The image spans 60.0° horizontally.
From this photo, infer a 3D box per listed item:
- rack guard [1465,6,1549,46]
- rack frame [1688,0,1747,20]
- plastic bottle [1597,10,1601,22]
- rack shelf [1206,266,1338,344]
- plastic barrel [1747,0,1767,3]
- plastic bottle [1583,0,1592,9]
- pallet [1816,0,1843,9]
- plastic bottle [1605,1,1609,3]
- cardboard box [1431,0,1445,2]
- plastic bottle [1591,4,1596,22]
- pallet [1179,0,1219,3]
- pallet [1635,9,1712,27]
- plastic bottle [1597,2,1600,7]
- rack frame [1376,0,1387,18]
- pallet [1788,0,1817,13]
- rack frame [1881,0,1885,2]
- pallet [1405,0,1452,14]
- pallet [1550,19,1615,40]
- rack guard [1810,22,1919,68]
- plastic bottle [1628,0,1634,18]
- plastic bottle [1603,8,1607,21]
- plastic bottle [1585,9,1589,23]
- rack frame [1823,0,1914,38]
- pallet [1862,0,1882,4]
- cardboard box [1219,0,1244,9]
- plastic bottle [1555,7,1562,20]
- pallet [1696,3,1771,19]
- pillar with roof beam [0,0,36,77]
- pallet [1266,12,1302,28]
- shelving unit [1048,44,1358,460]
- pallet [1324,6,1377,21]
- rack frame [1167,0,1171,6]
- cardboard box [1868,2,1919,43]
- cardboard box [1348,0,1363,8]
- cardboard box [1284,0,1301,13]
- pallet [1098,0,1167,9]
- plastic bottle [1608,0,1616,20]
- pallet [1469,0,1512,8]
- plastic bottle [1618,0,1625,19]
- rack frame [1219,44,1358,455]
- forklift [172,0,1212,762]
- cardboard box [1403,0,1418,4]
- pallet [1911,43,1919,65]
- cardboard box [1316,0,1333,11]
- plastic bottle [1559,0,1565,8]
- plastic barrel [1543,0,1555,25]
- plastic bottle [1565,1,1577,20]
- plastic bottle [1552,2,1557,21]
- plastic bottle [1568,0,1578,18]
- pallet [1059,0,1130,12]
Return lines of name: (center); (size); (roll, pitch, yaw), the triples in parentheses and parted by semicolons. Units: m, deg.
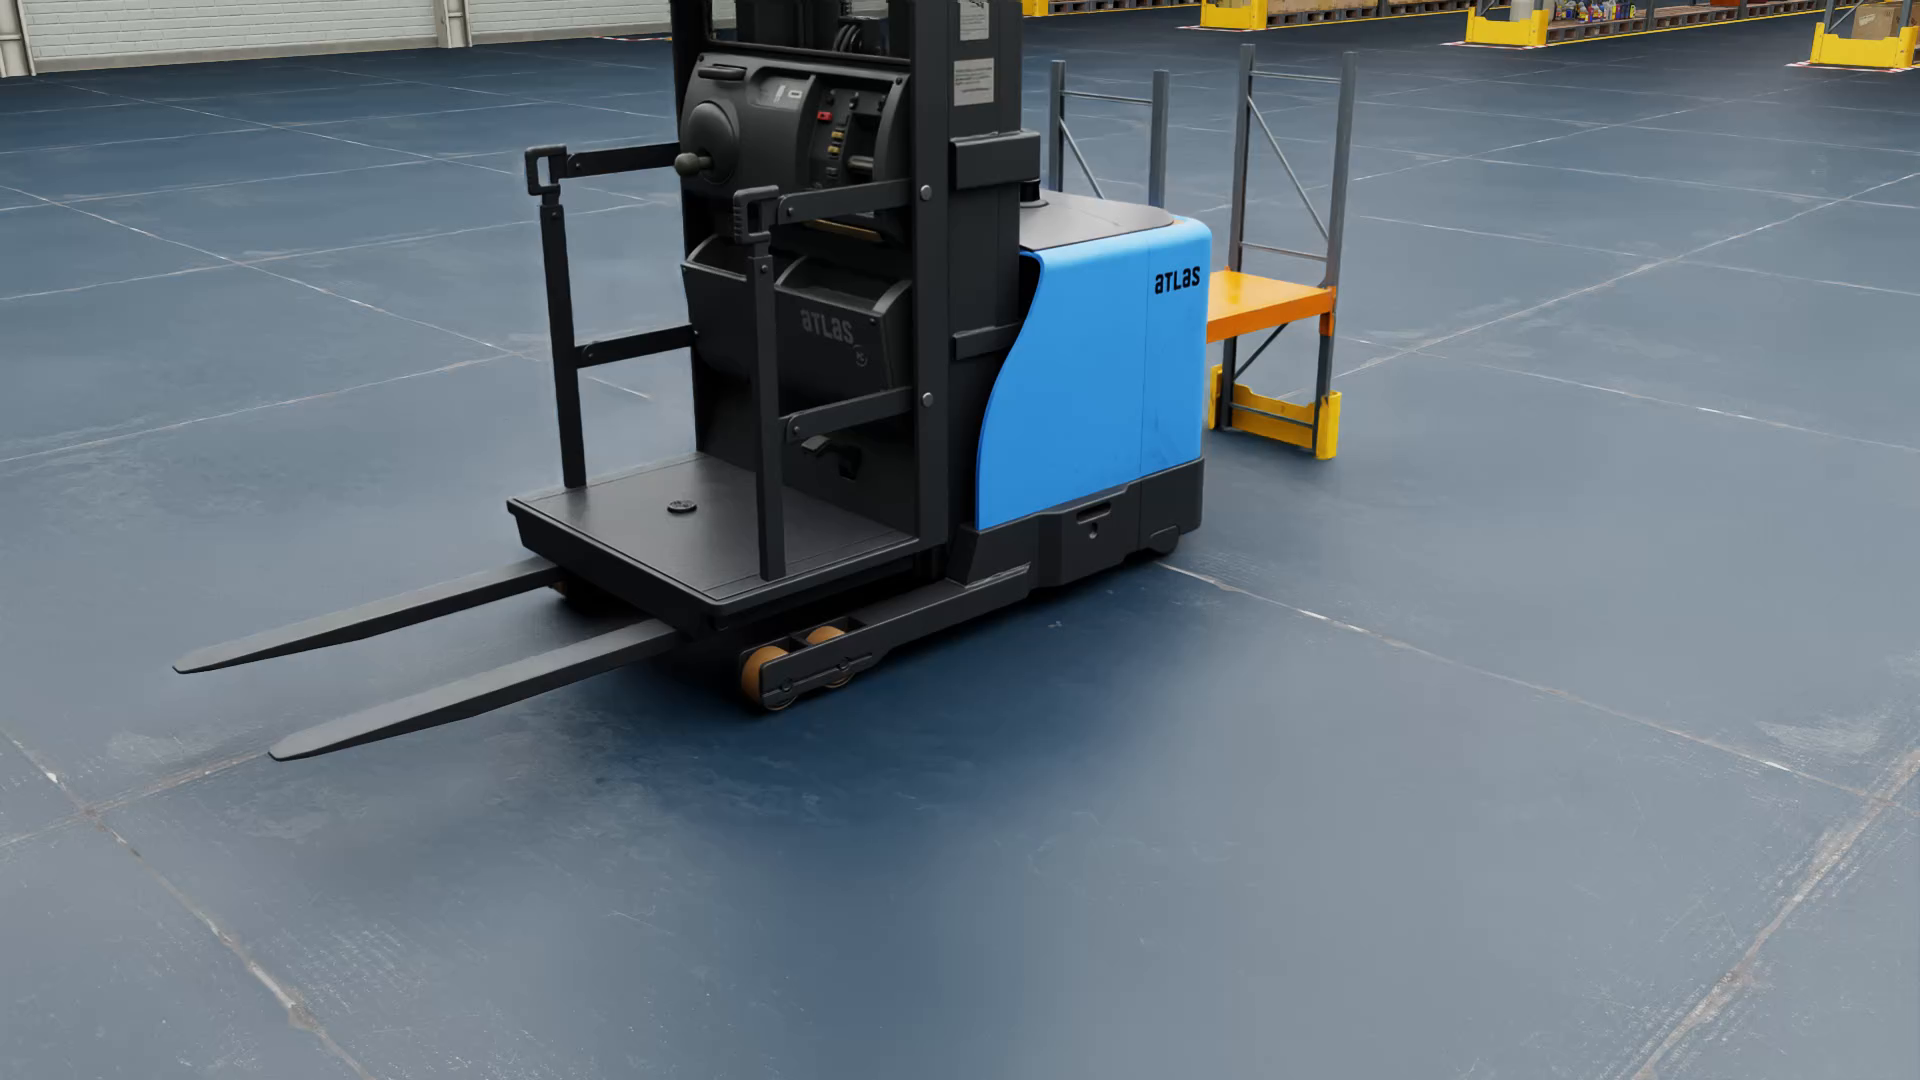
rack guard: (8.206, -7.718, 24.957); (1.175, 0.500, 0.348); (19, 28, 41)
rack frame: (13.768, -10.909, 29.777); (1.000, 3.000, 0.127); (19, 28, 41)
plastic bottle: (10.053, -8.280, 26.222); (0.097, 0.201, 0.097); (0, 21, 0)
rack shelf: (0.858, -0.802, 6.072); (1.000, 0.185, 0.538); (-18, 28, -39)
plastic barrel: (14.885, -10.400, 31.228); (0.600, 0.588, 0.708); (19, 28, 41)
plastic bottle: (10.220, -8.710, 27.135); (0.144, 0.351, 0.185); (19, 28, 41)
pallet: (17.043, -10.835, 33.469); (1.003, 0.211, 1.213); (19, 28, 41)
plastic bottle: (10.477, -8.559, 26.844); (0.152, 0.276, 0.135); (19, 28, 41)
cardboard box: (8.962, -10.472, 31.885); (0.500, 0.250, 0.500); (-20, 28, -41)
plastic bottle: (9.914, -8.261, 26.076); (0.097, 0.271, 0.097); (0, 21, 0)
pallet: (5.272, -11.575, 35.395); (1.003, 0.211, 1.213); (19, 28, 41)
pallet: (12.349, -9.106, 28.972); (1.003, 0.211, 1.213); (19, 28, 41)
plastic bottle: (10.182, -8.434, 26.510); (0.061, 0.283, 0.133); (19, 28, 41)
rack frame: (7.431, -11.122, 30.330); (1.000, 3.000, 0.127); (19, 28, 41)
pallet: (15.990, -10.448, 32.463); (1.003, 0.211, 1.213); (19, 28, 41)
rack frame: (19.349, -12.966, 35.127); (1.000, 3.000, 0.127); (19, 28, 41)
pallet: (8.768, -10.335, 32.168); (1.003, 0.211, 1.213); (19, 28, 41)
pallet: (9.628, -8.102, 26.360); (1.003, 0.211, 1.213); (19, 28, 41)
rack guard: (11.789, -6.466, 21.701); (1.175, 0.500, 0.348); (19, 28, 41)
plastic bottle: (10.878, -8.612, 26.974); (0.133, 0.283, 0.061); (-18, 28, -39)
plastic bottle: (10.196, -8.332, 26.359); (0.097, 0.201, 0.097); (0, 21, 0)
plastic bottle: (9.747, -8.167, 25.929); (0.097, 0.201, 0.097); (0, 21, 0)
rack frame: (11.736, -7.613, 21.201); (1.000, 3.000, 0.127); (19, 28, 41)
pallet: (18.745, -11.462, 35.101); (1.003, 0.211, 1.213); (19, 28, 41)
cardboard box: (4.803, -9.218, 28.624); (0.500, 0.250, 0.500); (19, 28, 41)
plastic bottle: (9.549, -8.401, 26.538); (0.097, 0.201, 0.097); (0, 21, 0)
pallet: (14.288, -9.821, 30.832); (1.003, 0.211, 1.213); (19, 28, 41)
pillar with roof beam: (-8.515, -8.825, 15.992); (9.100, 9.000, 0.400); (19, 28, 41)
pallet: (5.144, -8.999, 28.694); (1.003, 0.211, 1.213); (19, 28, 41)
shelving unit: (0.865, -0.972, 6.013); (1.083, 1.500, 0.587); (-18, 28, -39)
pallet: (6.846, -9.626, 30.325); (1.003, 0.211, 1.213); (19, 28, 41)
rack frame: (3.879, -12.361, 33.553); (1.000, 3.000, 0.127); (19, 28, 41)
cardboard box: (12.576, -6.961, 22.403); (0.500, 0.500, 0.500); (-12, 24, -28)
cardboard box: (6.908, -9.734, 29.967); (0.500, 0.250, 0.500); (19, 28, 41)
cardboard box: (5.520, -9.218, 28.623); (0.500, 0.250, 0.500); (19, 28, 41)
pallet: (3.436, -10.878, 33.581); (1.003, 0.211, 1.213); (19, 28, 41)
plastic bottle: (10.375, -8.480, 26.535); (0.144, 0.351, 0.185); (19, 28, 40)
pallet: (10.769, -11.031, 33.980); (1.003, 0.211, 1.213); (19, 28, 41)
plastic bottle: (10.601, -8.563, 26.751); (0.144, 0.351, 0.185); (18, 27, 38)
rack frame: (1.232, -1.093, 6.329); (0.032, 1.500, 0.500); (-18, 28, -39)
forklift: (-0.625, -1.128, 4.424); (3.031, 2.935, 1.130); (-18, 28, -39)
cardboard box: (8.247, -10.207, 31.197); (0.500, 0.250, 0.500); (-19, 28, -41)
pallet: (12.381, -6.531, 22.273); (1.003, 0.211, 1.213); (19, 28, 41)
cardboard box: (6.222, -9.474, 29.288); (0.500, 0.250, 0.500); (19, 28, 41)
plastic bottle: (9.689, -8.589, 26.818); (0.144, 0.351, 0.185); (19, 28, 40)
plastic barrel: (8.941, -8.205, 25.623); (0.421, 0.512, 0.421); (0, 21, 0)
plastic bottle: (9.812, -8.523, 26.752); (0.152, 0.276, 0.135); (19, 28, 41)
plastic bottle: (9.426, -8.404, 26.431); (0.061, 0.283, 0.133); (19, 28, 41)
plastic bottle: (9.985, -8.698, 27.102); (0.144, 0.351, 0.185); (18, 27, 38)
pallet: (2.585, -10.563, 32.761); (1.003, 0.211, 1.213); (19, 28, 41)
